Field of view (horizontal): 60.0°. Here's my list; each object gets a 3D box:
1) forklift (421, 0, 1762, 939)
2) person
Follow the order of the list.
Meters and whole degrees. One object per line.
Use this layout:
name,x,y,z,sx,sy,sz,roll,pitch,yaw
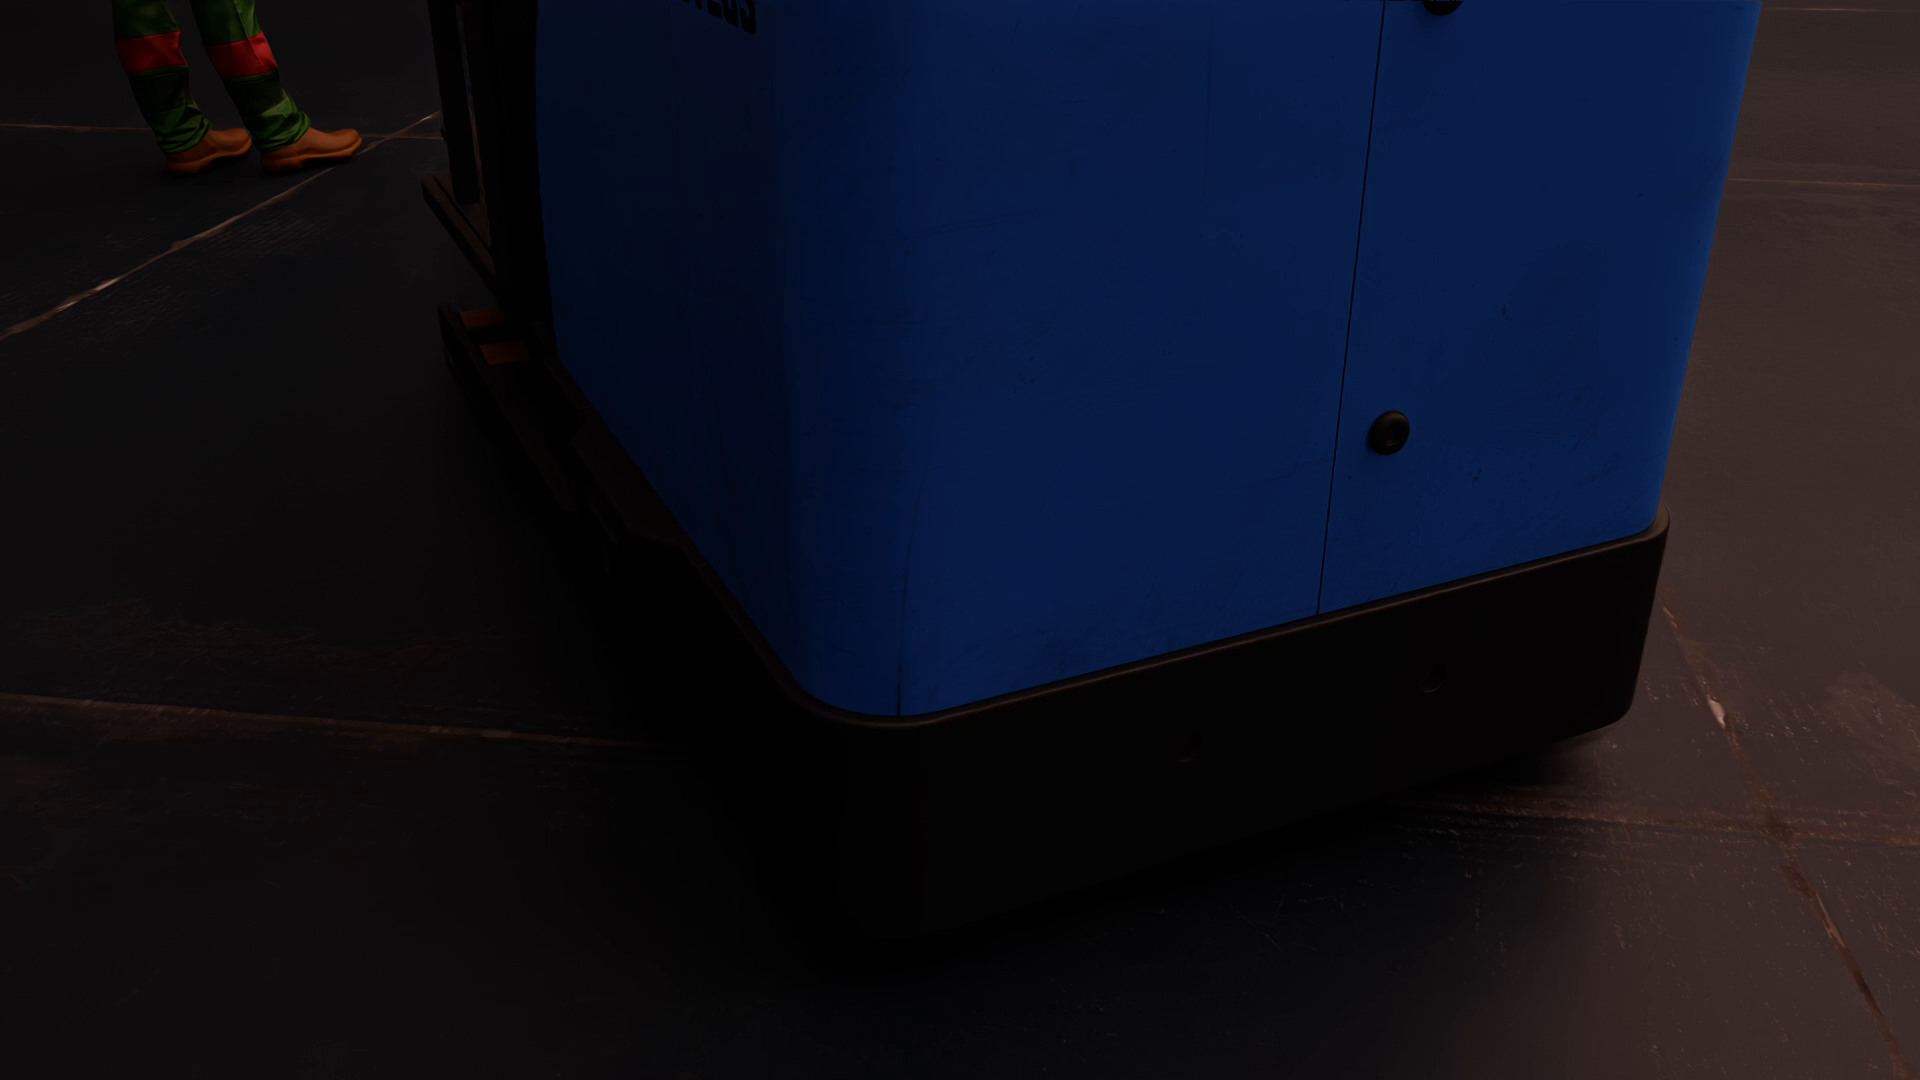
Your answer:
forklift,-0.288,-1.563,2.350,1.130,2.935,3.031,-12,29,-23
person,-2.030,-1.827,4.144,0.641,1.788,0.565,12,29,23
